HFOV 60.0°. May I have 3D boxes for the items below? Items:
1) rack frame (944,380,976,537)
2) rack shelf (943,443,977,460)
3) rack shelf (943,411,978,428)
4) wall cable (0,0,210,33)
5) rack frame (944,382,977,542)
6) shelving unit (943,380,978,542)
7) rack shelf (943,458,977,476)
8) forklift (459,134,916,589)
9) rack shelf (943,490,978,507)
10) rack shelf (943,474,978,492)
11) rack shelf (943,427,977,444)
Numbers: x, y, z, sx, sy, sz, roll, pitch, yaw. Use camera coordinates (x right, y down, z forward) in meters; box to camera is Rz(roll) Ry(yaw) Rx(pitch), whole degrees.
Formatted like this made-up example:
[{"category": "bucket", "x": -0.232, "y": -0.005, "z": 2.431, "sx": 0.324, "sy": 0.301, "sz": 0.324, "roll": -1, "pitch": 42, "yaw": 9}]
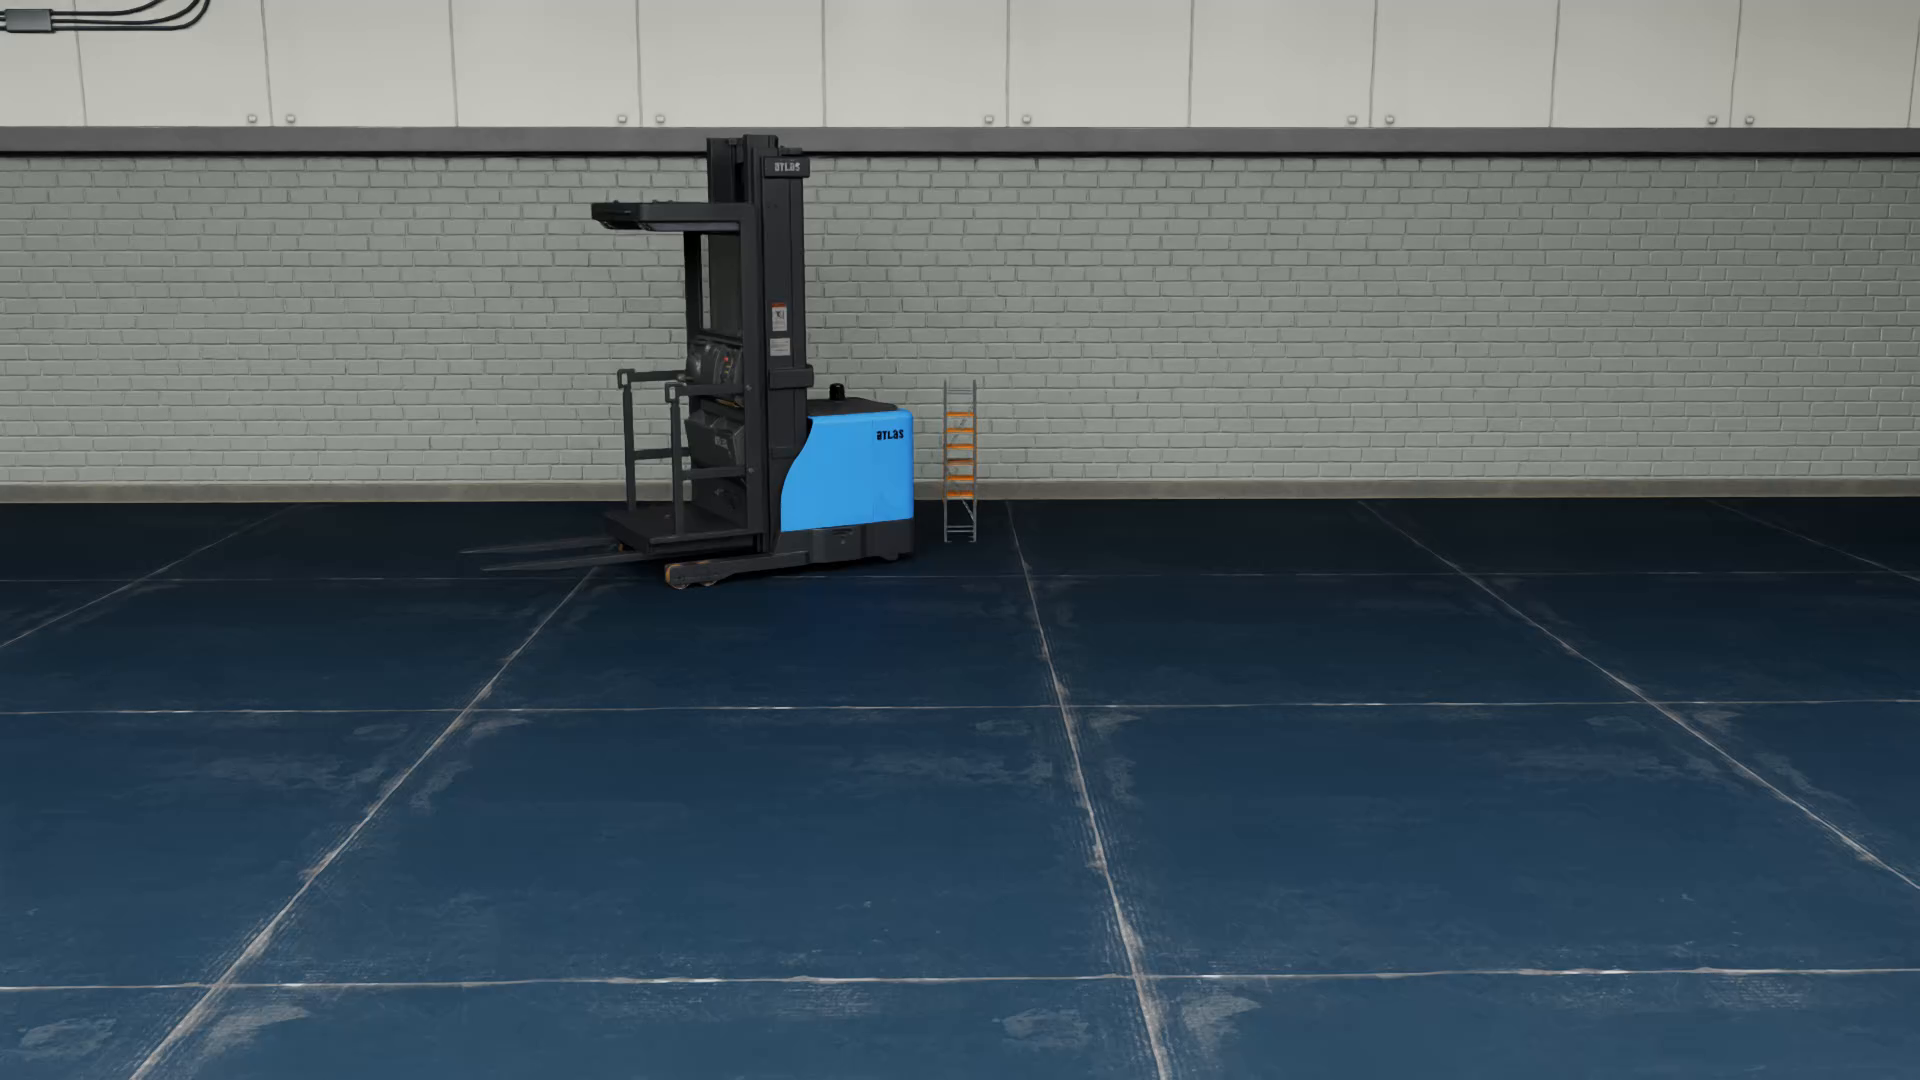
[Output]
[{"category": "rack frame", "x": -0.002, "y": -0.609, "z": 12.544, "sx": 0.240, "sy": 1.200, "sz": 0.006, "roll": 0, "pitch": 11, "yaw": -1}, {"category": "rack shelf", "x": 0.000, "y": -0.665, "z": 12.439, "sx": 0.258, "sy": 0.103, "sz": 0.180, "roll": 0, "pitch": 11, "yaw": -1}, {"category": "rack shelf", "x": 0.000, "y": -0.900, "z": 12.391, "sx": 0.258, "sy": 0.103, "sz": 0.180, "roll": 0, "pitch": 11, "yaw": -1}, {"category": "wall cable", "x": -7.104, "y": -6.383, "z": 12.837, "sx": 2.305, "sy": 6.003, "sz": 0.169, "roll": 0, "pitch": 11, "yaw": -1}, {"category": "rack frame", "x": 0.002, "y": -0.573, "z": 12.364, "sx": 0.240, "sy": 1.200, "sz": 0.006, "roll": 0, "pitch": 11, "yaw": -1}, {"category": "shelving unit", "x": 0.000, "y": -0.591, "z": 12.454, "sx": 0.258, "sy": 1.200, "sz": 0.189, "roll": 0, "pitch": 11, "yaw": -1}, {"category": "rack shelf", "x": 0.000, "y": -0.547, "z": 12.463, "sx": 0.258, "sy": 0.103, "sz": 0.180, "roll": 0, "pitch": 11, "yaw": -1}, {"category": "forklift", "x": -1.853, "y": -1.232, "z": 11.260, "sx": 3.031, "sy": 2.935, "sz": 1.130, "roll": -6, "pitch": 13, "yaw": -28}, {"category": "rack shelf", "x": 0.000, "y": -0.312, "z": 12.511, "sx": 0.258, "sy": 0.103, "sz": 0.180, "roll": 0, "pitch": 11, "yaw": -1}, {"category": "rack shelf", "x": 0.000, "y": -0.430, "z": 12.487, "sx": 0.258, "sy": 0.103, "sz": 0.180, "roll": 0, "pitch": 11, "yaw": -1}, {"category": "rack shelf", "x": 0.000, "y": -0.783, "z": 12.415, "sx": 0.258, "sy": 0.103, "sz": 0.180, "roll": 0, "pitch": 11, "yaw": -1}]
